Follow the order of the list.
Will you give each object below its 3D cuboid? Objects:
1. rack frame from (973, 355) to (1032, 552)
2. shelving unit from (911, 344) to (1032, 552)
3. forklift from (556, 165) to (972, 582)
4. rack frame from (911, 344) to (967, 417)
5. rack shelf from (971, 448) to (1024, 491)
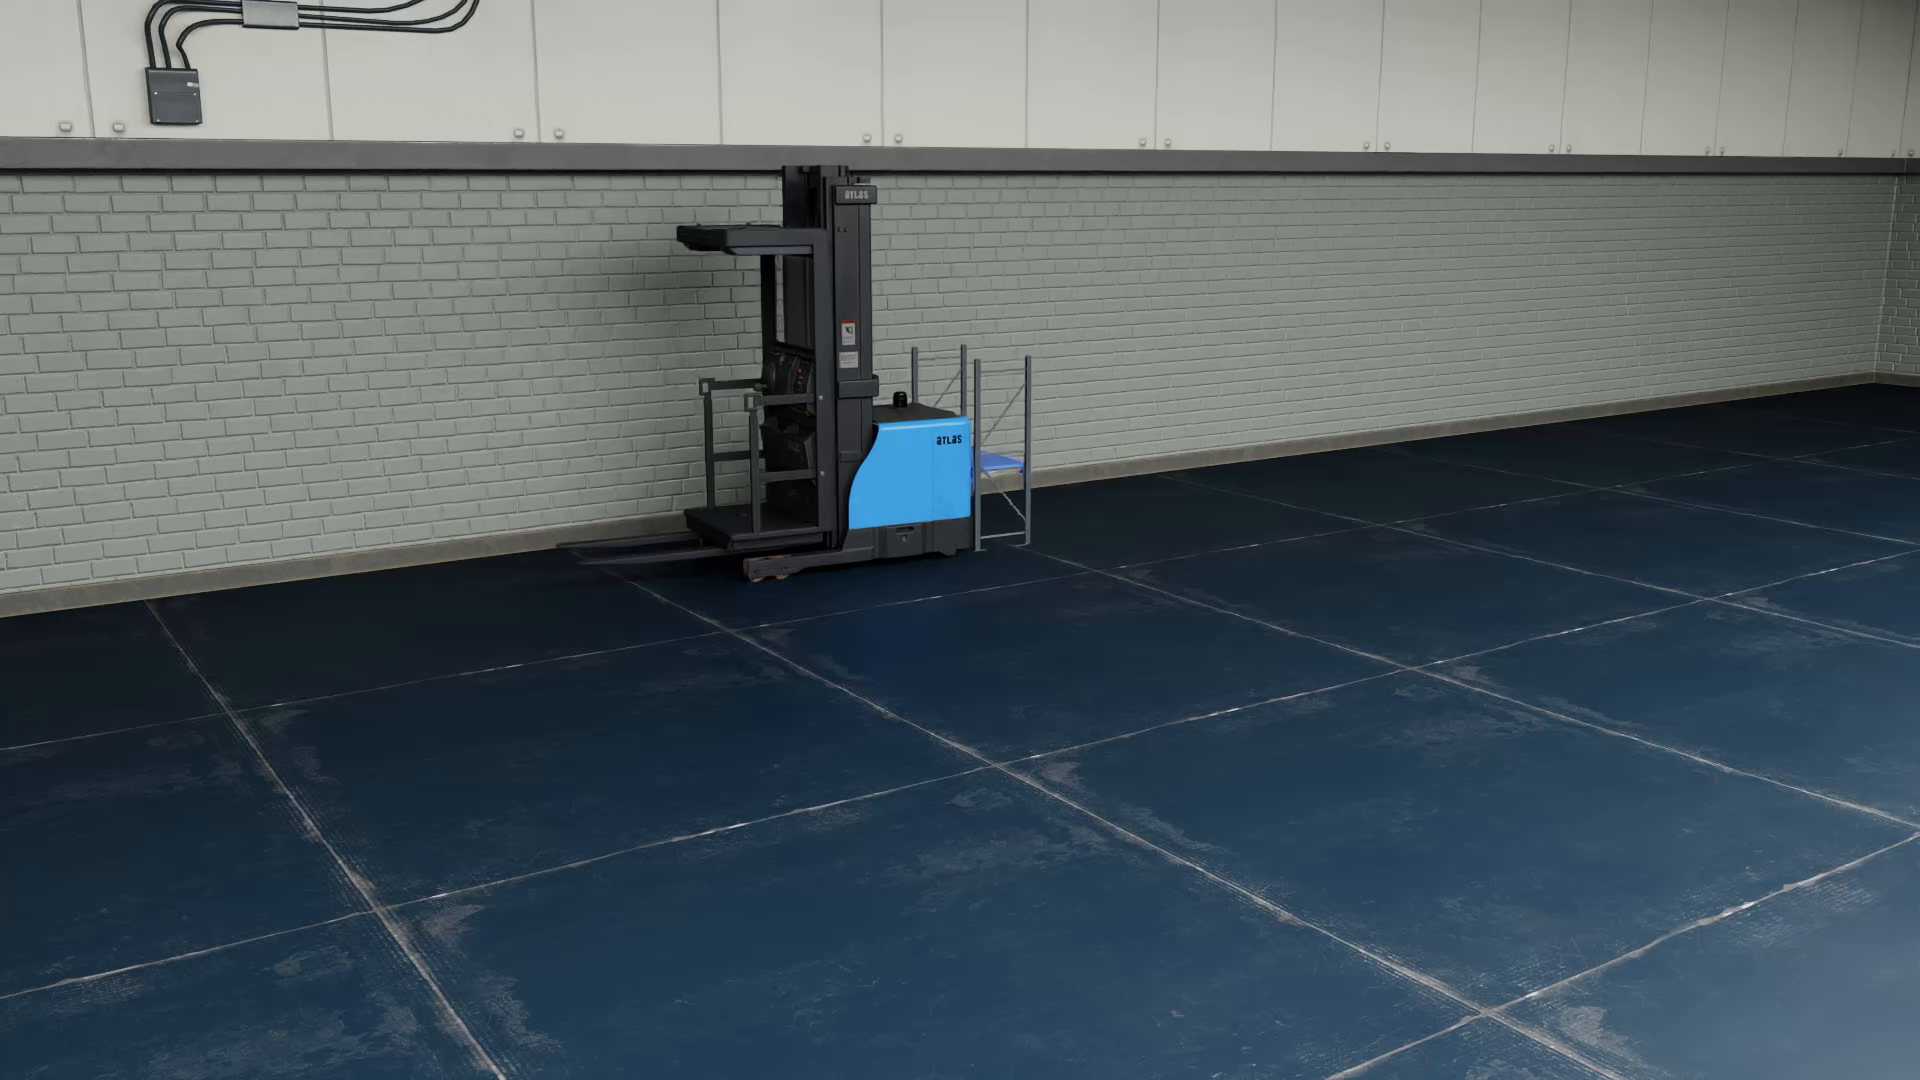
[{"bbox_3d":[0.330,-0.670,12.916,0.500,1.500,0.032,-7,14,-29],"label":"rack frame"},{"bbox_3d":[0.080,-0.765,13.348,0.538,1.500,1.048,-7,14,-29],"label":"shelving unit"},{"bbox_3d":[-1.454,-1.259,12.258,3.031,2.935,1.130,-6,14,-27],"label":"forklift"},{"bbox_3d":[-0.170,-0.859,13.781,0.500,1.500,0.032,-7,14,-29],"label":"rack frame"},{"bbox_3d":[0.080,-0.589,13.387,0.538,0.185,1.000,-7,14,-29],"label":"rack shelf"}]
